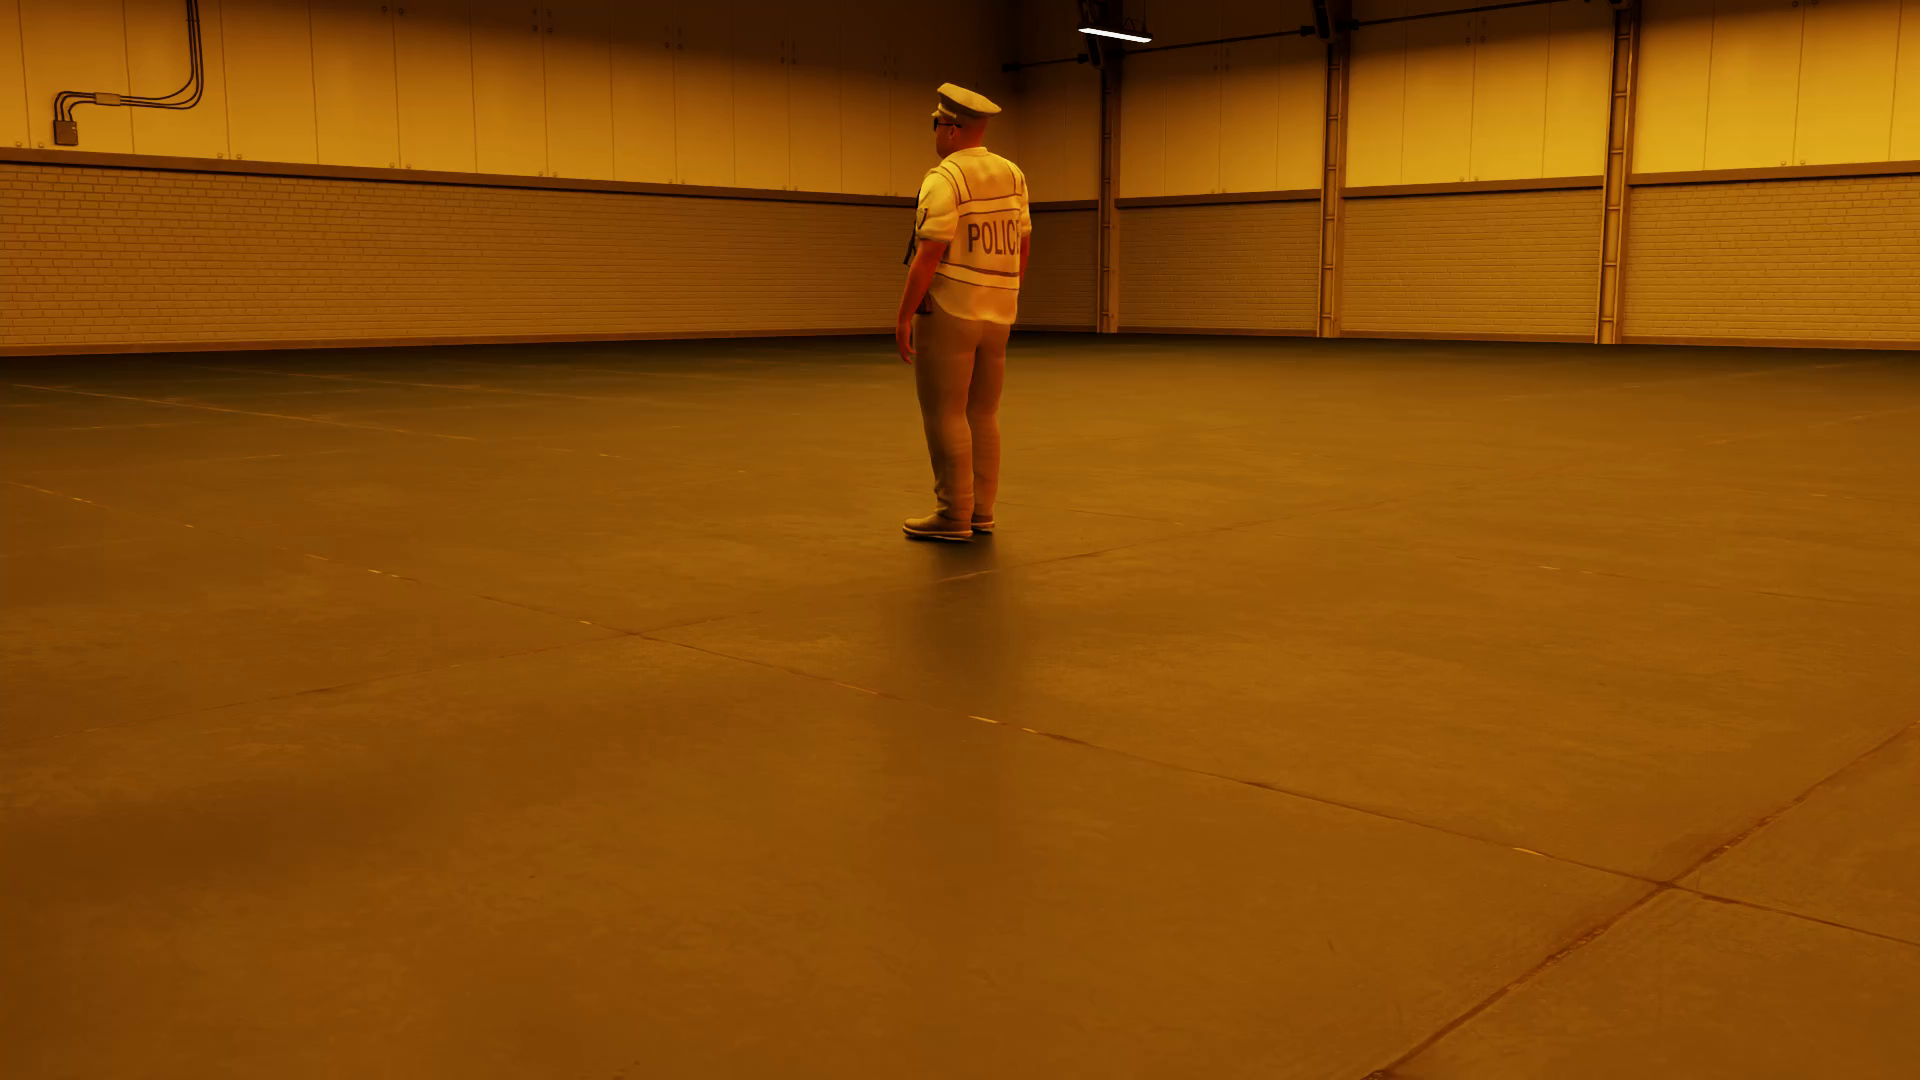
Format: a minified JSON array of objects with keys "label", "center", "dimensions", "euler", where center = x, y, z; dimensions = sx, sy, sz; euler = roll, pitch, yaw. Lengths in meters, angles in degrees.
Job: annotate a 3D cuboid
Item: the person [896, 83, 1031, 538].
[{"label":"person","center":[-0.047,-0.896,6.646],"dimensions":[0.575,1.778,0.640],"euler":[8,12,43]}]
